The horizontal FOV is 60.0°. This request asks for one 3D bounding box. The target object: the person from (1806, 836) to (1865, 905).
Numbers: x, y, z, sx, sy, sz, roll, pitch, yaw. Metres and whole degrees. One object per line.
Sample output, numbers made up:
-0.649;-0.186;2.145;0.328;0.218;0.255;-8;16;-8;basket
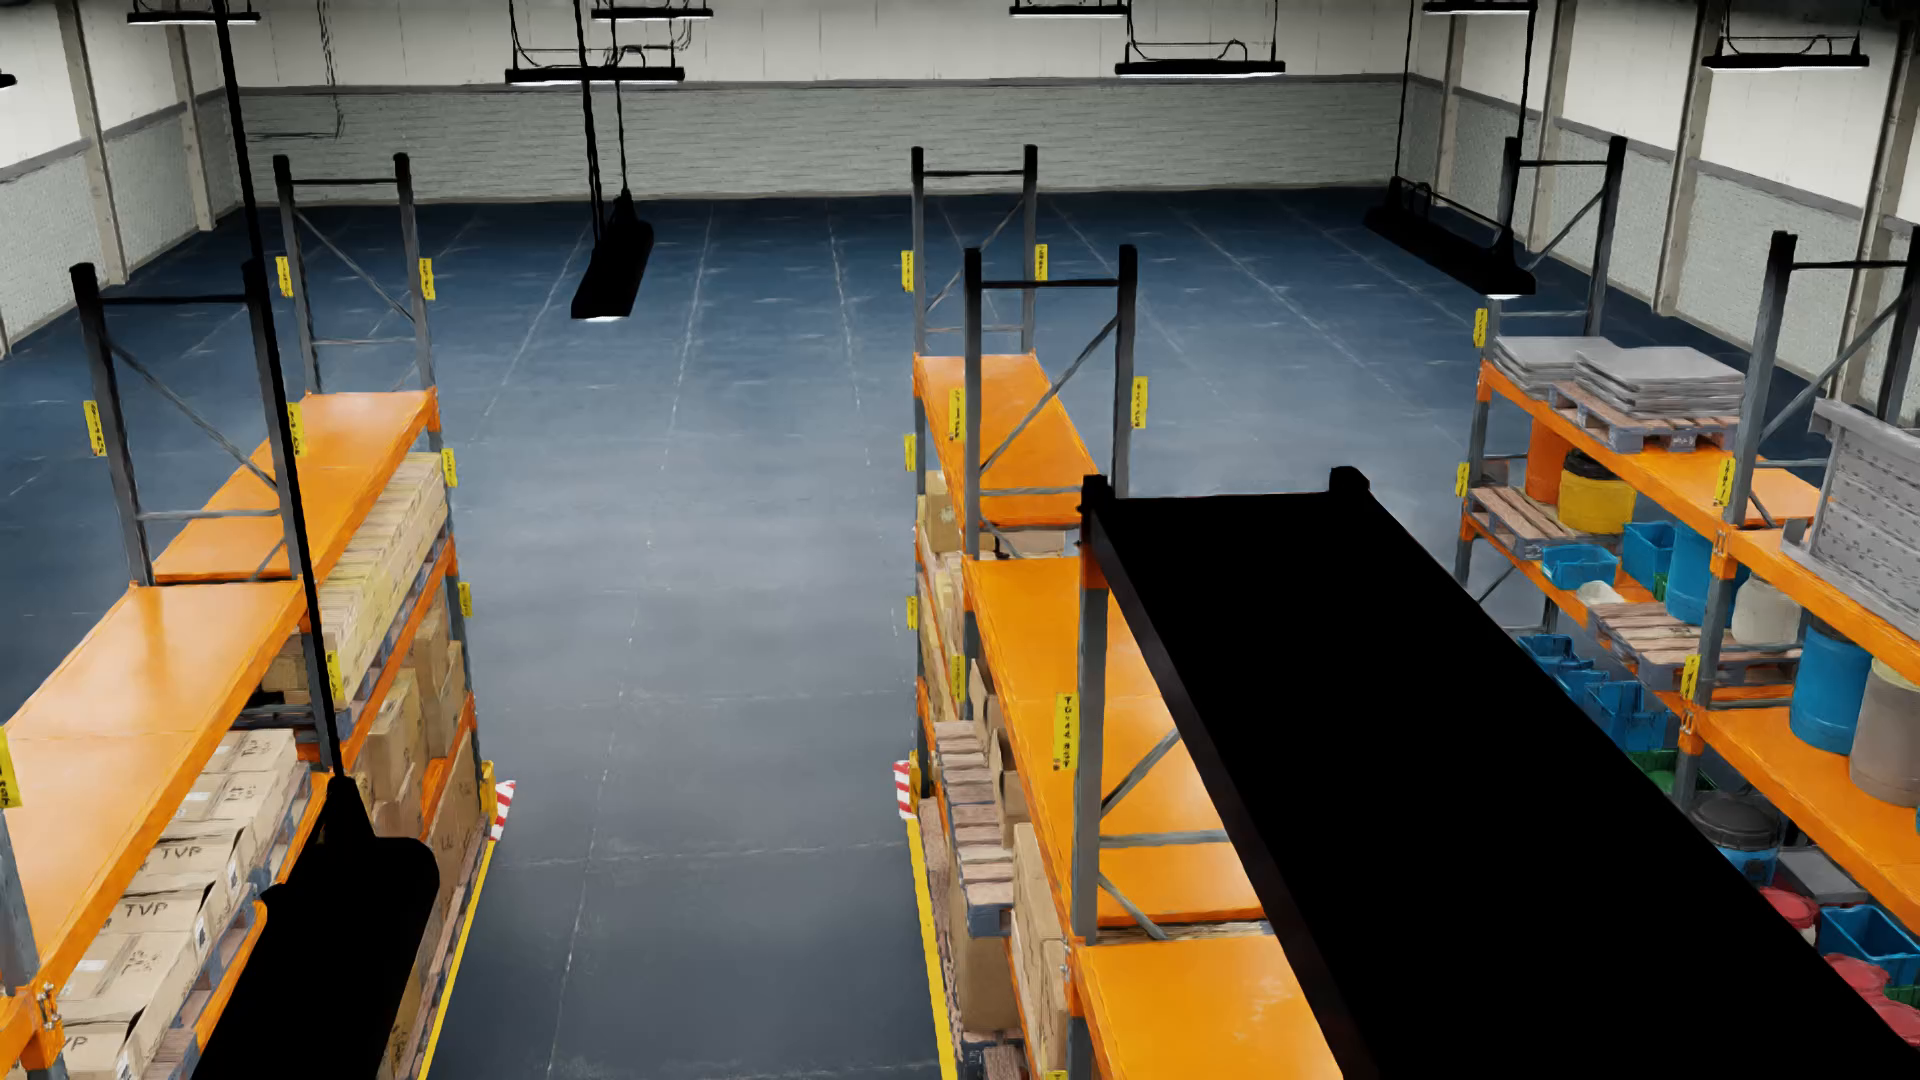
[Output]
7.139;2.327;13.427;0.729;1.733;0.546;-3;22;-7;person
